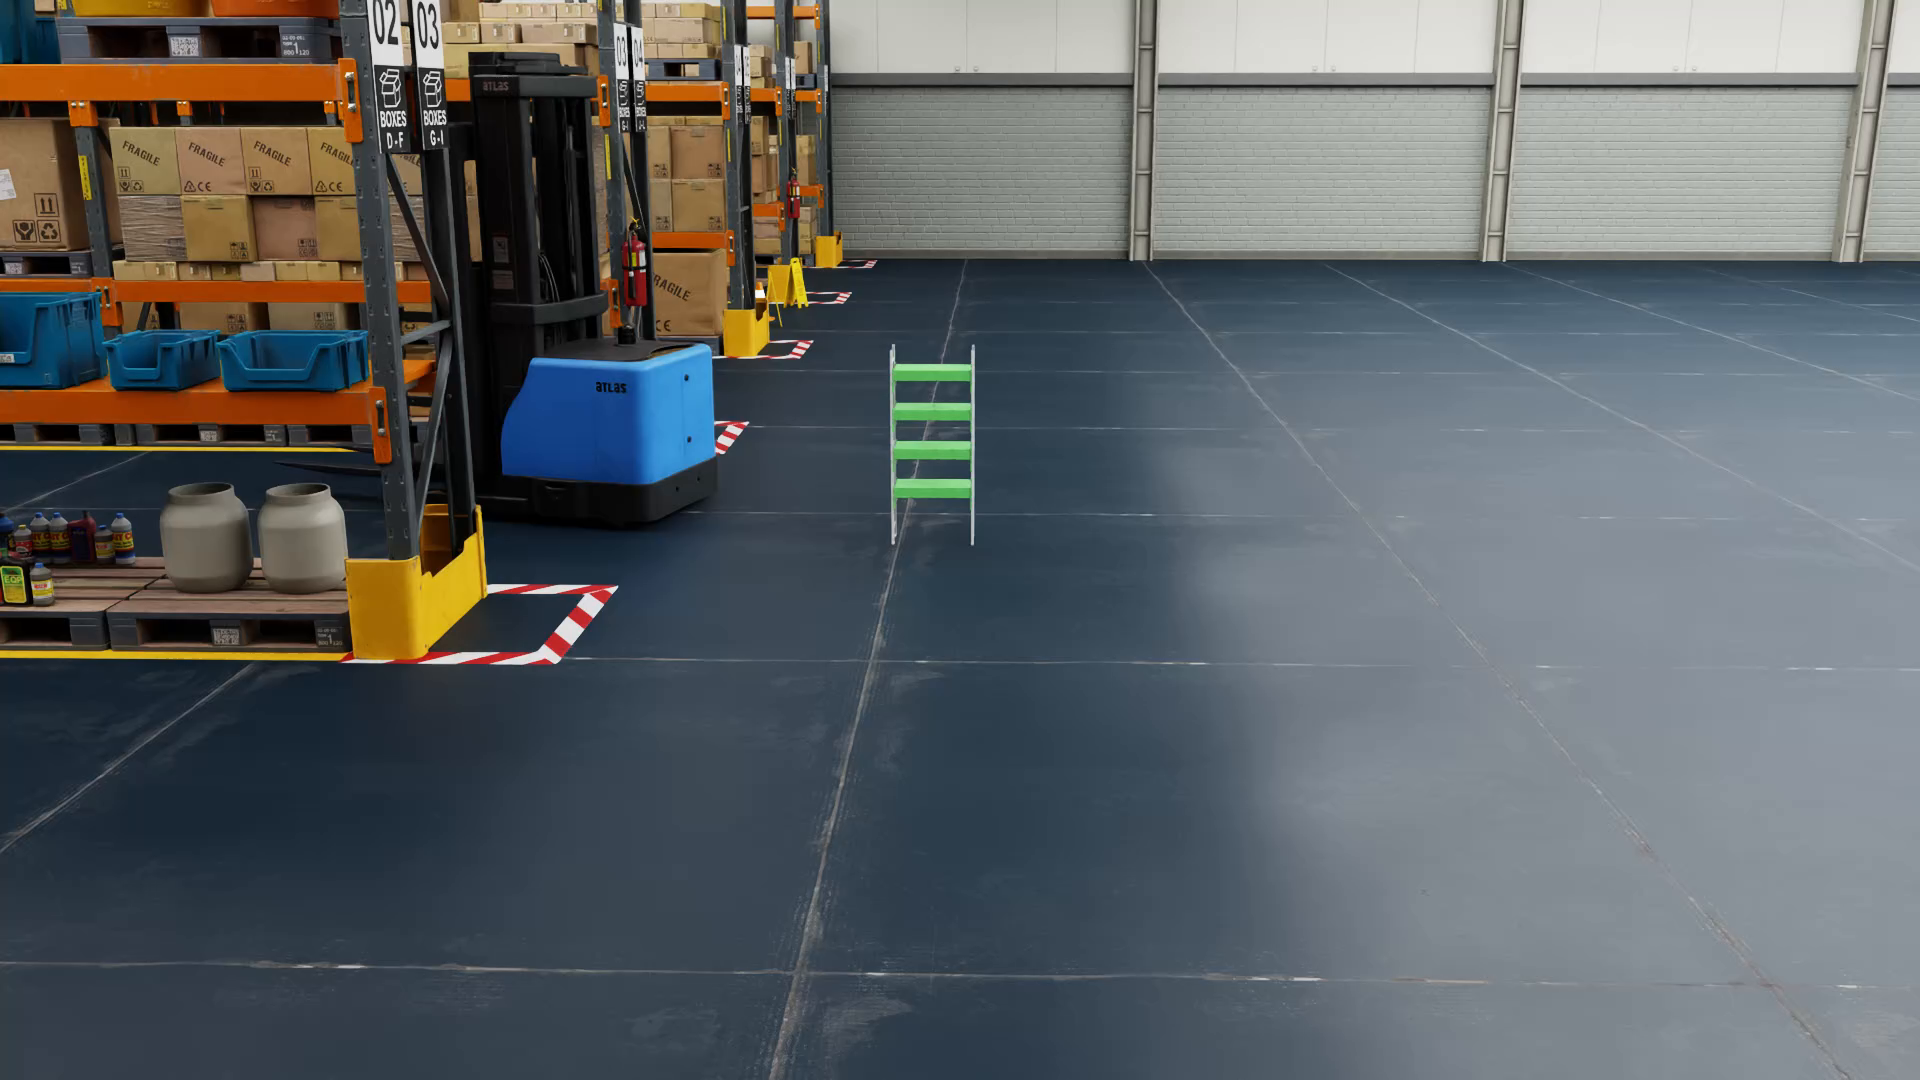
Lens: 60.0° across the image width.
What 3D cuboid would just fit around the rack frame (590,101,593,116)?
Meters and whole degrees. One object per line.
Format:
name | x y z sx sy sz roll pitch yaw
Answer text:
rack frame | -6.215 -6.107 27.609 0.127 3.000 1.000 0 15 1

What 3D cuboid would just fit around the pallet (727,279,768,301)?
pallet | -3.227 -3.482 23.124 1.213 0.211 1.003 0 15 1

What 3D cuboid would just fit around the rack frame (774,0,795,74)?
rack frame | -2.340 -7.716 21.947 0.127 3.000 1.000 0 15 1

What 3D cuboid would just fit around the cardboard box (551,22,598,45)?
cardboard box | -2.878 -3.781 12.424 0.250 0.149 0.380 0 15 1

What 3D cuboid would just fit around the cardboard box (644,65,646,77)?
cardboard box | -4.384 -6.280 22.095 0.500 0.250 0.500 1 15 2

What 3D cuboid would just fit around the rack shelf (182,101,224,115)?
rack shelf | -8.338 -5.957 22.570 4.000 0.370 1.077 0 15 1

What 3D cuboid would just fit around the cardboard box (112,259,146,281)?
cardboard box | -6.384 -2.115 12.968 0.250 0.149 0.380 0 15 1

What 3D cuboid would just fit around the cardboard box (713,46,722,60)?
cardboard box | -2.699 -5.217 17.827 0.250 0.149 0.380 0 15 2

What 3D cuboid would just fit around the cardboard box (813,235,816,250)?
cardboard box | -2.702 -5.008 28.009 0.500 0.250 0.500 0 15 2

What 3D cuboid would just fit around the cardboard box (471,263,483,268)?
cardboard box | -3.633 -2.112 12.957 0.250 0.149 0.380 0 15 1

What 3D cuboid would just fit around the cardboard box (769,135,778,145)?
cardboard box | -3.090 -6.524 27.138 0.250 0.149 0.380 1 15 3

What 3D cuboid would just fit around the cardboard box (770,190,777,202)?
cardboard box | -2.674 -4.749 22.953 0.250 0.149 0.380 0 15 2

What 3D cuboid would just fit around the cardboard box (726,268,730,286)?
cardboard box | -3.178 -3.626 22.770 0.500 0.250 0.500 0 15 1

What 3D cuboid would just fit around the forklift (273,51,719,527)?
forklift | -3.220 -1.700 11.039 3.031 2.935 1.130 5 16 18

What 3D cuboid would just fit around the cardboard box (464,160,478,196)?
cardboard box | -3.649 -2.906 12.737 0.500 0.500 0.500 0 15 1

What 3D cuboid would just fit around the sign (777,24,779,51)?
sign | -2.374 -6.553 21.681 0.005 0.325 0.100 0 15 1

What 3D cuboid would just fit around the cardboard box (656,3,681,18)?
cardboard box | -2.960 -5.436 17.094 0.250 0.149 0.380 0 15 2

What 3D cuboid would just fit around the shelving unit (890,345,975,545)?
shelving unit | -0.165 -0.581 10.191 0.503 1.200 0.258 0 15 1

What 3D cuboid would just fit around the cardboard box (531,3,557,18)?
cardboard box | -4.235 -5.444 17.124 0.250 0.149 0.380 0 15 2

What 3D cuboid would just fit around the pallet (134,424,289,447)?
pallet | -5.919 -0.971 13.605 1.213 0.211 1.003 0 15 1

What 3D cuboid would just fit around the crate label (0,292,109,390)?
crate label | -4.566 -0.985 8.125 0.616 0.435 0.502 0 15 1

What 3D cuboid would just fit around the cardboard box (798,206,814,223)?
cardboard box | -2.685 -5.362 27.390 0.500 0.250 0.500 1 15 3

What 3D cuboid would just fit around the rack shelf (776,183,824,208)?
rack shelf | -4.216 -5.747 27.652 4.000 0.370 1.077 0 15 1

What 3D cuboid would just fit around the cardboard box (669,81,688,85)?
cardboard box | -3.720 -6.087 22.145 0.250 0.149 0.380 0 15 1

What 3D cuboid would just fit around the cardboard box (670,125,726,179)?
cardboard box | -2.735 -4.159 17.815 0.550 0.550 0.875 0 15 1

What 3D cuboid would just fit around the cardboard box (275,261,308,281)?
cardboard box | -5.134 -2.113 12.961 0.250 0.149 0.380 0 15 1

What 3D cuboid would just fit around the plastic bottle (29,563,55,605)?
plastic bottle | -4.566 0.215 8.268 0.097 0.201 0.097 0 15 0

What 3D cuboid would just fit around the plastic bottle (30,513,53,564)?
plastic bottle | -4.966 -0.013 8.995 0.097 0.271 0.097 0 15 0

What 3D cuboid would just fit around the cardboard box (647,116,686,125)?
cardboard box | -3.874 -5.421 22.269 0.500 0.500 0.700 0 15 1

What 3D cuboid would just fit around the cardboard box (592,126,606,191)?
cardboard box | -3.135 -3.037 13.232 0.500 0.500 0.500 0 15 1

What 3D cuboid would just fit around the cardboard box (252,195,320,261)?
cardboard box | -5.142 -2.498 13.149 0.500 0.500 0.875 0 15 1

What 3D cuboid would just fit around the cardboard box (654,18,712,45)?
cardboard box | -2.861 -5.258 17.199 0.500 0.250 0.500 1 15 2

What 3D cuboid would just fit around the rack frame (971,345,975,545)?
rack frame | 0.078 -0.580 10.185 0.015 1.200 0.240 0 15 1

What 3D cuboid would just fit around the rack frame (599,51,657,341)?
rack frame | -2.593 -2.288 13.133 0.127 3.000 1.000 0 15 1

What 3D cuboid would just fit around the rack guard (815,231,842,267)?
rack guard | -2.192 -4.873 27.829 0.348 0.500 1.175 0 15 1

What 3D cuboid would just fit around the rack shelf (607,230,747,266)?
rack shelf | -4.364 -3.218 18.066 4.000 0.370 1.077 0 15 1

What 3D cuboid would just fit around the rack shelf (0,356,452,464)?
rack shelf | -4.718 -0.690 8.487 4.000 0.370 1.077 0 15 1

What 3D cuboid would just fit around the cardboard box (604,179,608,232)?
cardboard box | -3.844 -3.650 17.999 0.550 0.550 0.875 0 15 1

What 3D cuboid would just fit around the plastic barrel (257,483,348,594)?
plastic barrel | -3.379 -0.010 8.552 0.421 0.512 0.421 0 15 0

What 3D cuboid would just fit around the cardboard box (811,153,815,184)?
cardboard box | -2.705 -6.204 27.778 0.500 0.500 0.500 1 15 3

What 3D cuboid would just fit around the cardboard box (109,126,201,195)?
cardboard box | -6.148 -2.922 12.797 0.500 0.500 0.500 0 15 1

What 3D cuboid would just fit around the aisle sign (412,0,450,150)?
aisle sign | -2.640 -2.356 8.296 0.004 0.787 0.394 0 15 1

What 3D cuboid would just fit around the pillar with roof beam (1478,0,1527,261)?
pillar with roof beam | 8.997 -8.041 23.176 0.400 9.000 9.100 0 15 1

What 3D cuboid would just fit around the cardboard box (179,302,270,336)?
cardboard box | -7.951 -2.682 18.213 0.750 0.750 1.050 0 15 1

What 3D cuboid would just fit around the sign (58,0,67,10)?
sign | -6.602 -4.064 12.197 0.005 0.325 0.100 0 15 1

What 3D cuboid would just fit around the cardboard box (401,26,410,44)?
cardboard box | -4.179 -3.792 12.463 0.250 0.149 0.380 0 15 -1

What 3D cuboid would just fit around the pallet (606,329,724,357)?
pallet | -3.166 -2.189 18.225 1.213 0.211 1.003 0 15 1

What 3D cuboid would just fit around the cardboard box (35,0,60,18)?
cardboard box | -7.059 -4.046 12.890 0.637 0.503 0.797 0 15 -1

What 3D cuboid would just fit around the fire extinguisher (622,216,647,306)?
fire extinguisher | -2.490 -2.133 12.695 0.183 0.674 0.296 0 15 1

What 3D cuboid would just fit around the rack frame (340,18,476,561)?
rack frame | -2.719 -1.025 8.346 0.127 3.000 1.000 0 15 1

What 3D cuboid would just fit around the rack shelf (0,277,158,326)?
rack shelf | -8.591 -1.980 13.373 4.000 0.370 1.077 0 15 1
